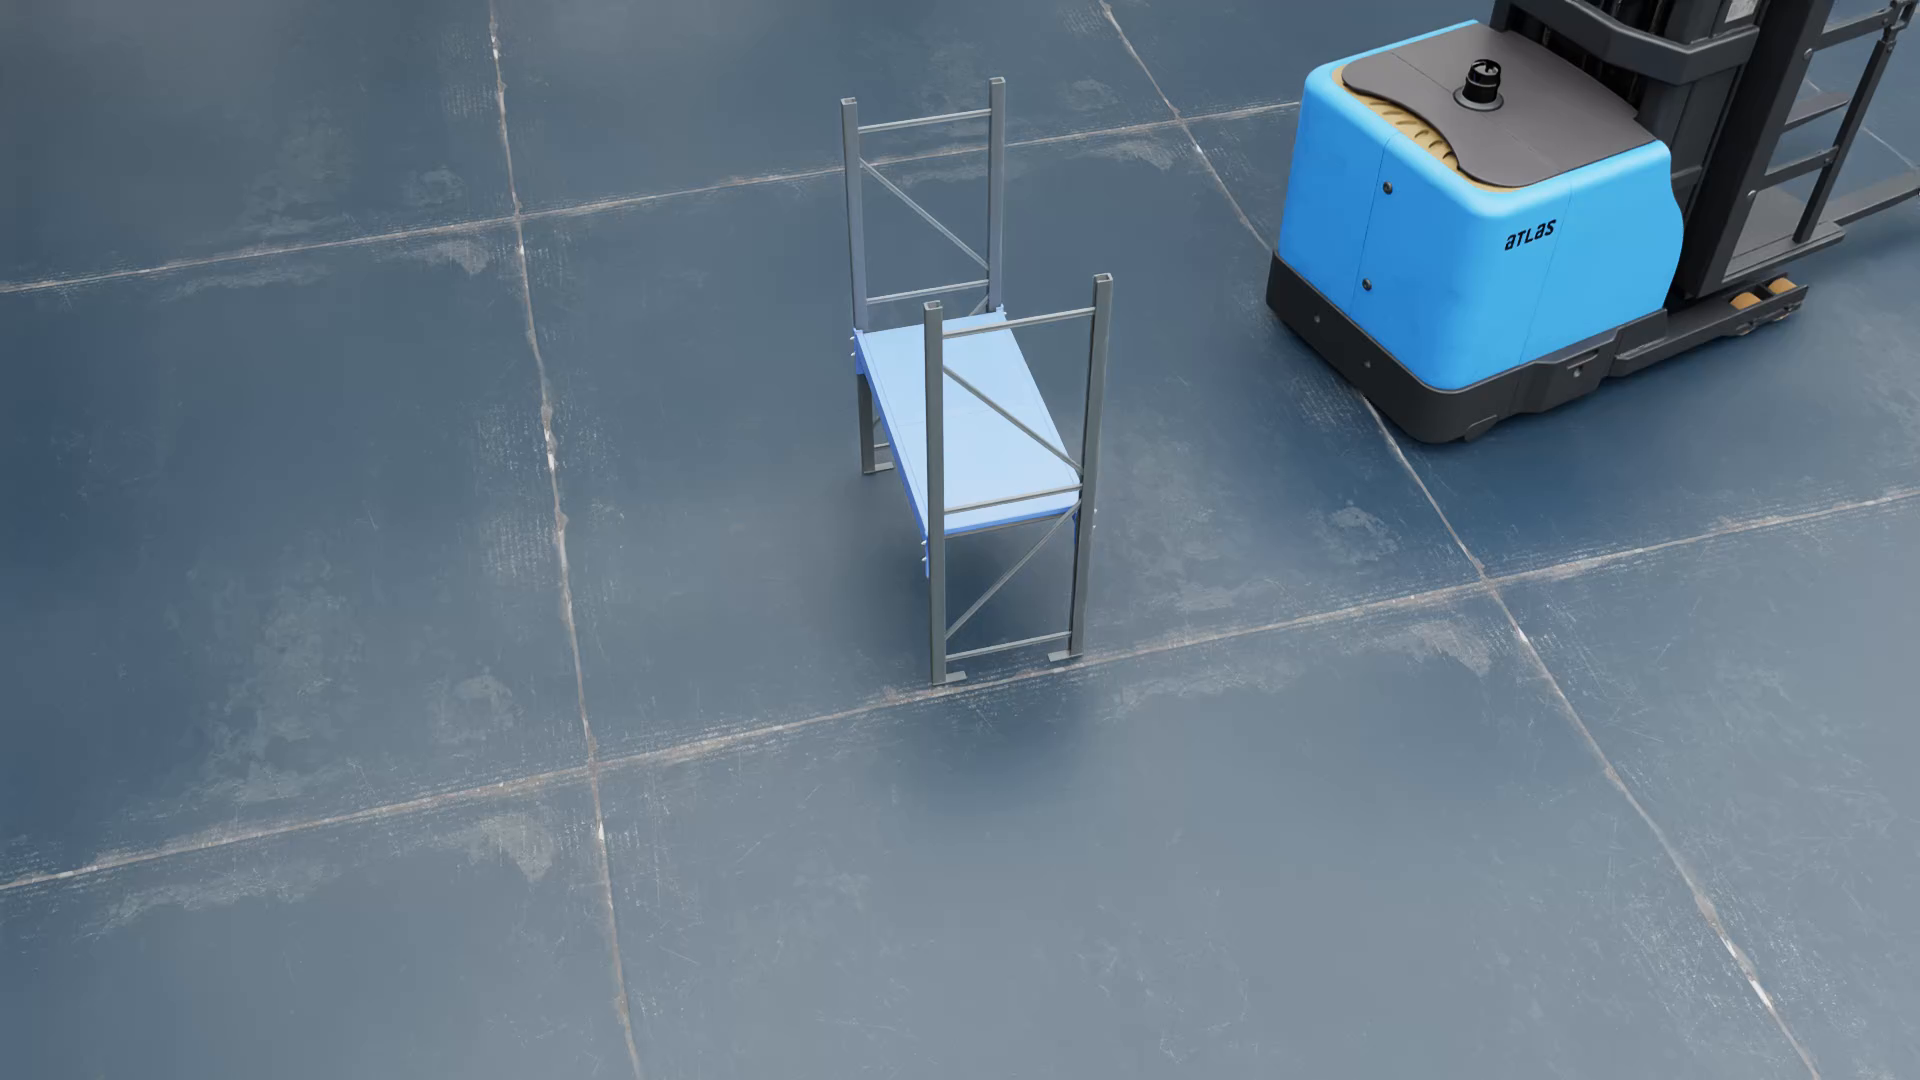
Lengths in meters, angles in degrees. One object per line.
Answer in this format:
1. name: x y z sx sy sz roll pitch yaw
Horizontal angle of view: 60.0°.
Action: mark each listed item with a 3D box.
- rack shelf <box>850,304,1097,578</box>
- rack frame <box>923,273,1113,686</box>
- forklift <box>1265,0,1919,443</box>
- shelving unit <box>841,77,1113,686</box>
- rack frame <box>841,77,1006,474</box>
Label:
1. rack shelf: 0.022 -0.340 5.285 0.538 0.185 1.000 -11 47 -10
2. rack frame: 0.152 -0.115 4.813 0.500 1.500 0.032 -11 47 -10
3. forklift: 2.752 -2.141 5.796 3.031 2.935 1.130 -21 49 -20
4. shelving unit: 0.022 -0.466 5.157 0.538 1.500 1.048 -11 47 -10
5. rack frame: -0.108 -0.817 5.501 0.500 1.500 0.032 -11 47 -10
